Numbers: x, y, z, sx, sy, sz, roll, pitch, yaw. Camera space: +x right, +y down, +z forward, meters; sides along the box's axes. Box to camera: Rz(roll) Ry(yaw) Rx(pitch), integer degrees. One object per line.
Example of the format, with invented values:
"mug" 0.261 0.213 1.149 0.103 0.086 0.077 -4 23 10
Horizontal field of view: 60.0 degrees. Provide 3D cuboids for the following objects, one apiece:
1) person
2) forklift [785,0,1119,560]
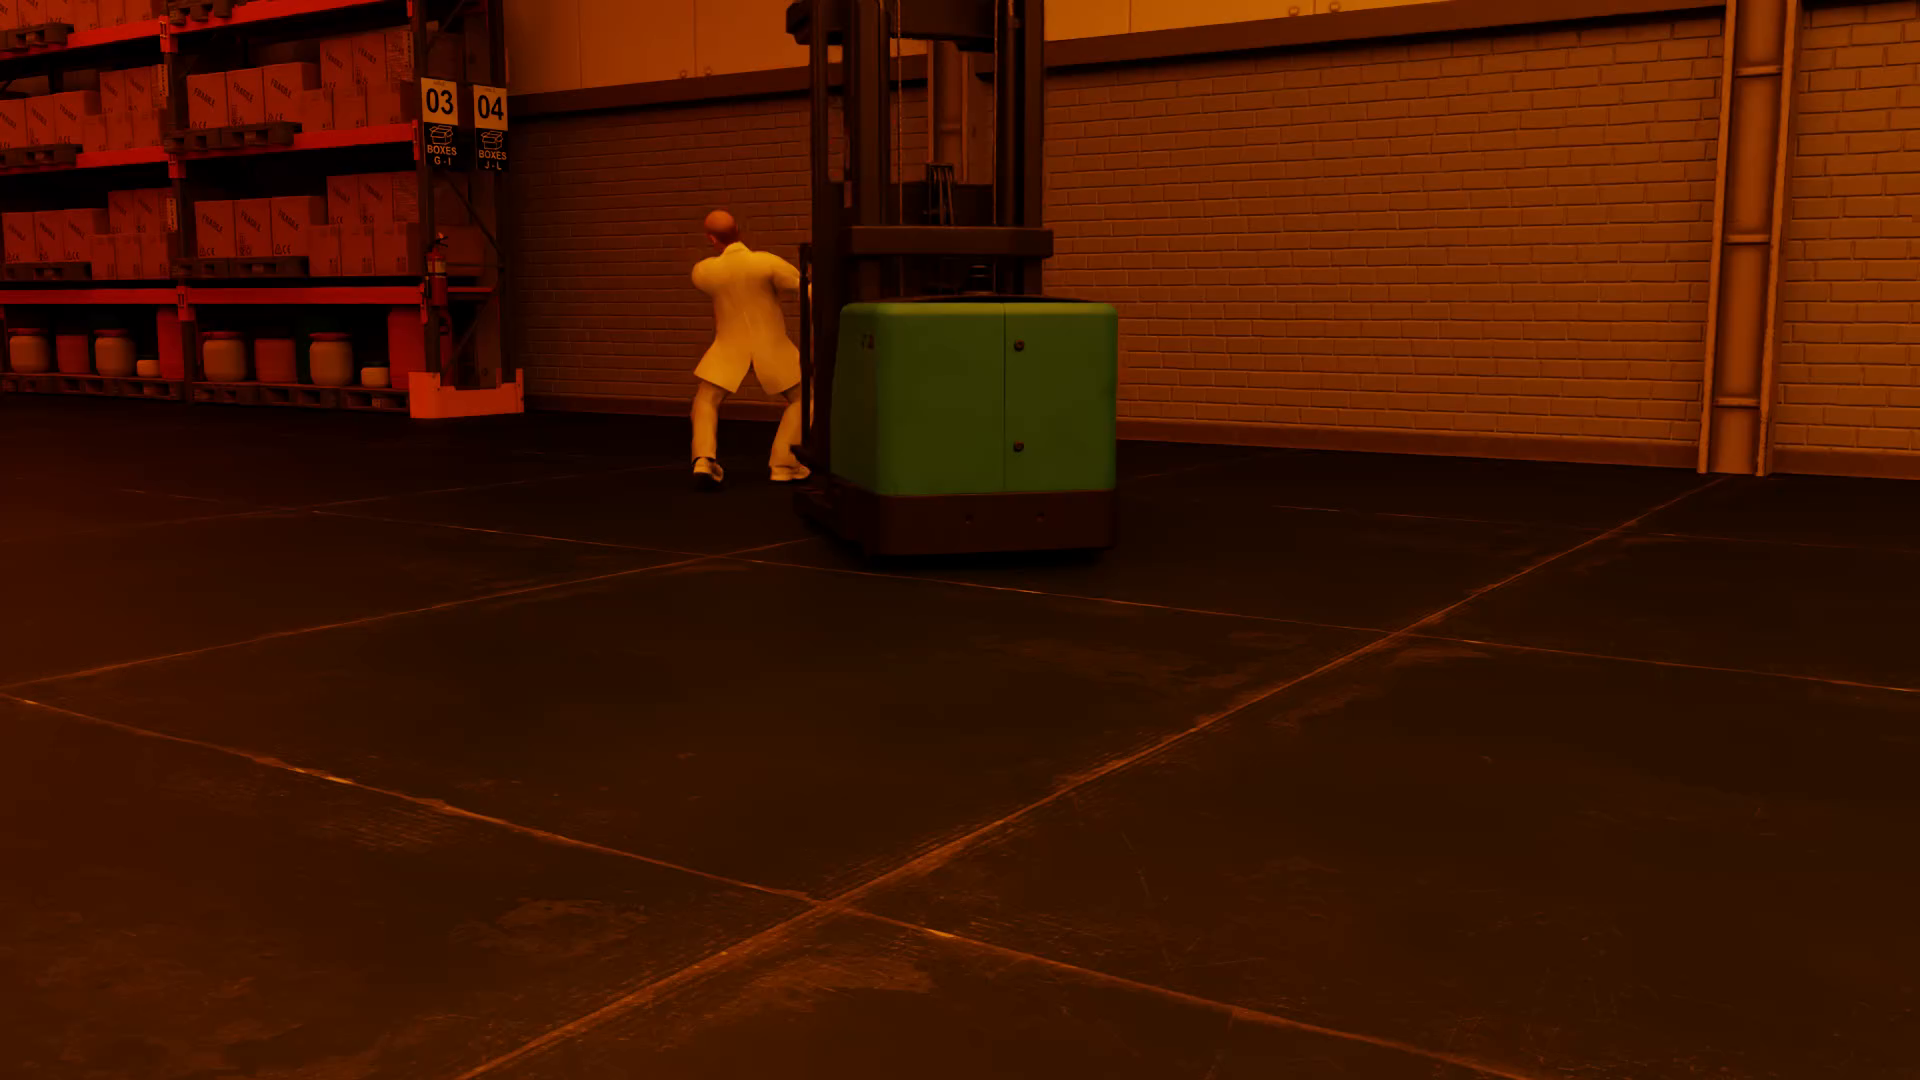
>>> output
"person" -1.135 -1.137 9.899 0.944 1.580 0.915 -1 8 -5
"forklift" -0.219 -1.538 8.010 1.130 2.935 3.031 -2 8 -15
